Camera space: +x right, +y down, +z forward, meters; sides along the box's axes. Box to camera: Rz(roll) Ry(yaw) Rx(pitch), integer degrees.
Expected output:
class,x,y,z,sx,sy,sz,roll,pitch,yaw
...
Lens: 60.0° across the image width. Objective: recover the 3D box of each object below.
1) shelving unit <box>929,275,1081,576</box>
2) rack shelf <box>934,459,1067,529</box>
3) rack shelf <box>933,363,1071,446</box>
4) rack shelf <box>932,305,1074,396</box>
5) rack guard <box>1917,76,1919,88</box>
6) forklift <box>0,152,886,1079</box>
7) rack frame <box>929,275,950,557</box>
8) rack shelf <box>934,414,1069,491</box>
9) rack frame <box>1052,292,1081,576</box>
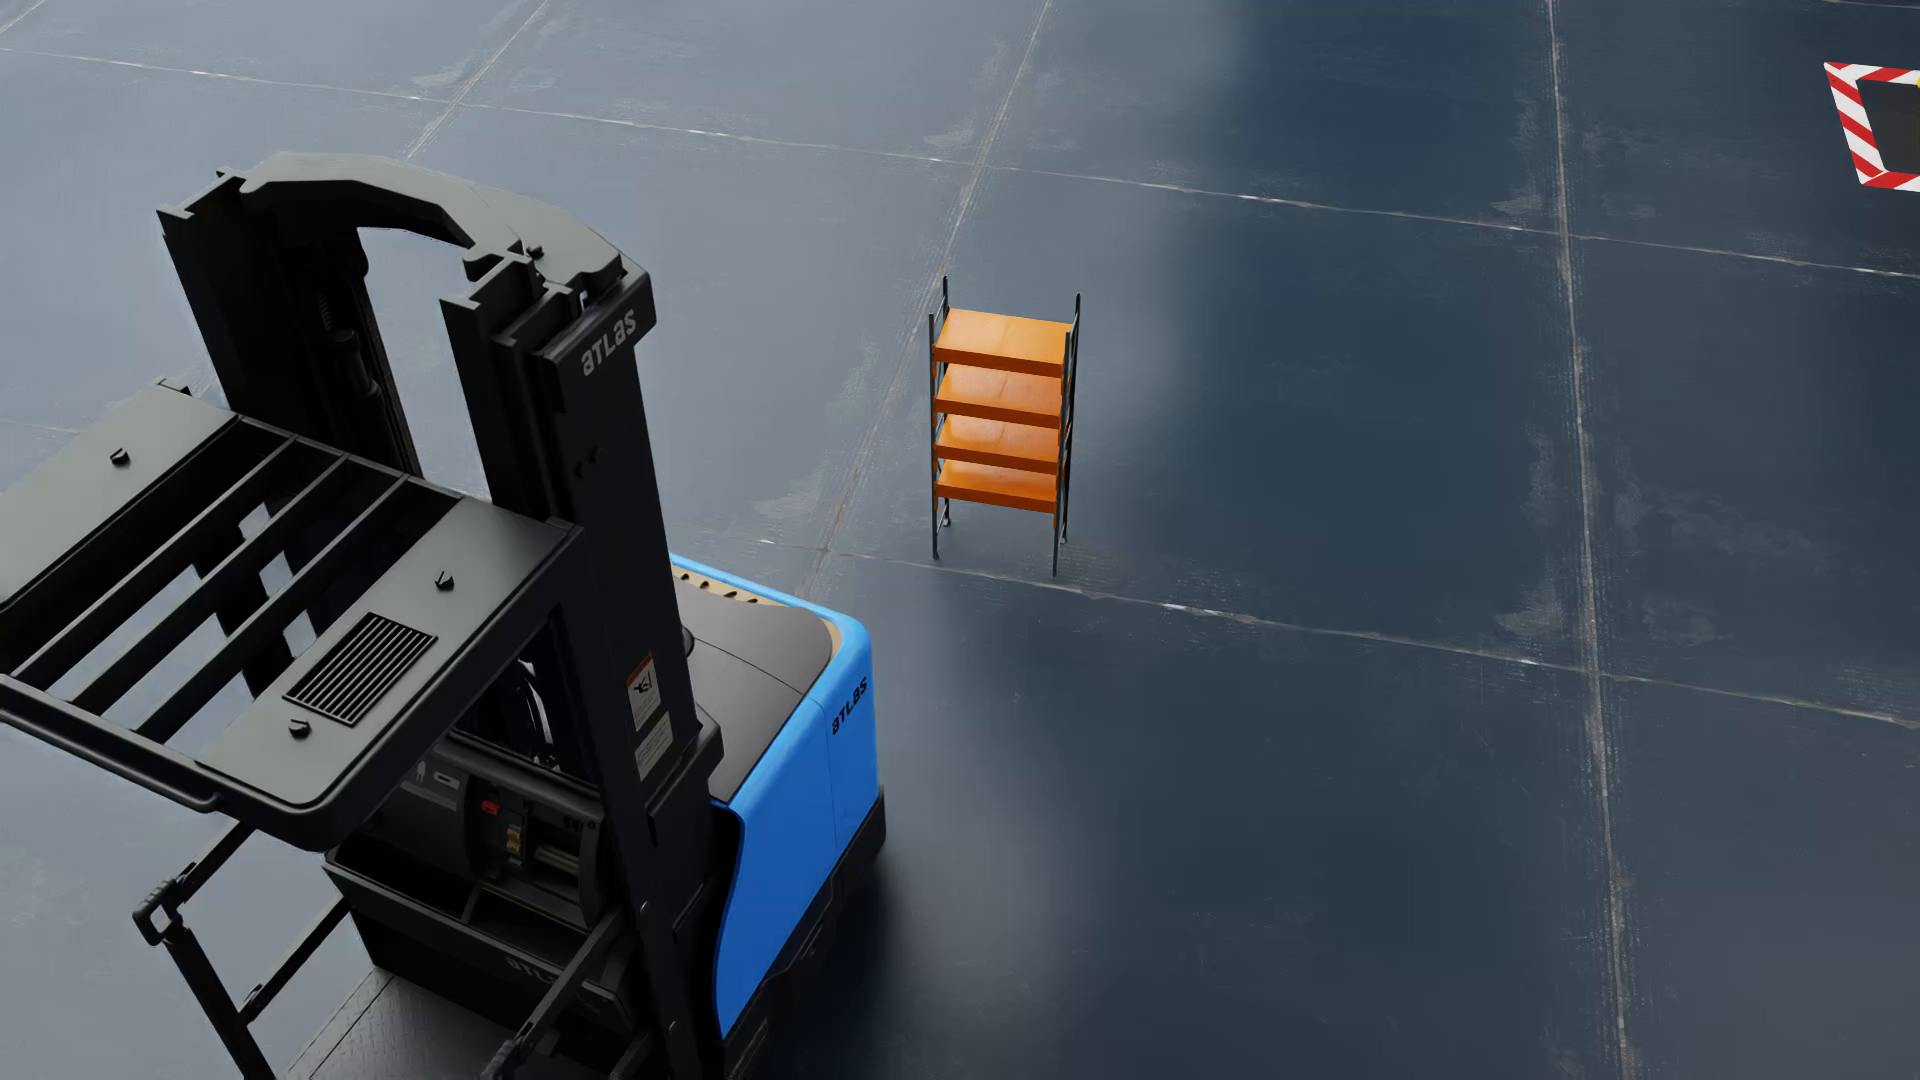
class,x,y,z,sx,sy,sz,roll,pitch,yaw
shelving unit,0.162,-0.407,6.308,0.503,1.200,0.258,9,45,9
rack shelf,0.162,-0.216,6.492,0.480,0.148,0.258,9,45,9
rack shelf,0.162,-0.520,6.199,0.480,0.148,0.258,9,45,9
rack shelf,0.162,-0.690,6.035,0.480,0.148,0.258,9,45,9
rack guard,5.492,-2.399,8.881,0.348,0.500,1.175,9,45,9
forklift,-1.341,0.744,3.863,1.130,2.935,3.031,18,47,18
rack frame,-0.077,-0.444,6.346,0.015,1.200,0.240,9,45,9
rack shelf,0.162,-0.359,6.355,0.480,0.148,0.258,9,45,9
rack frame,0.400,-0.370,6.269,0.015,1.200,0.240,9,45,9
